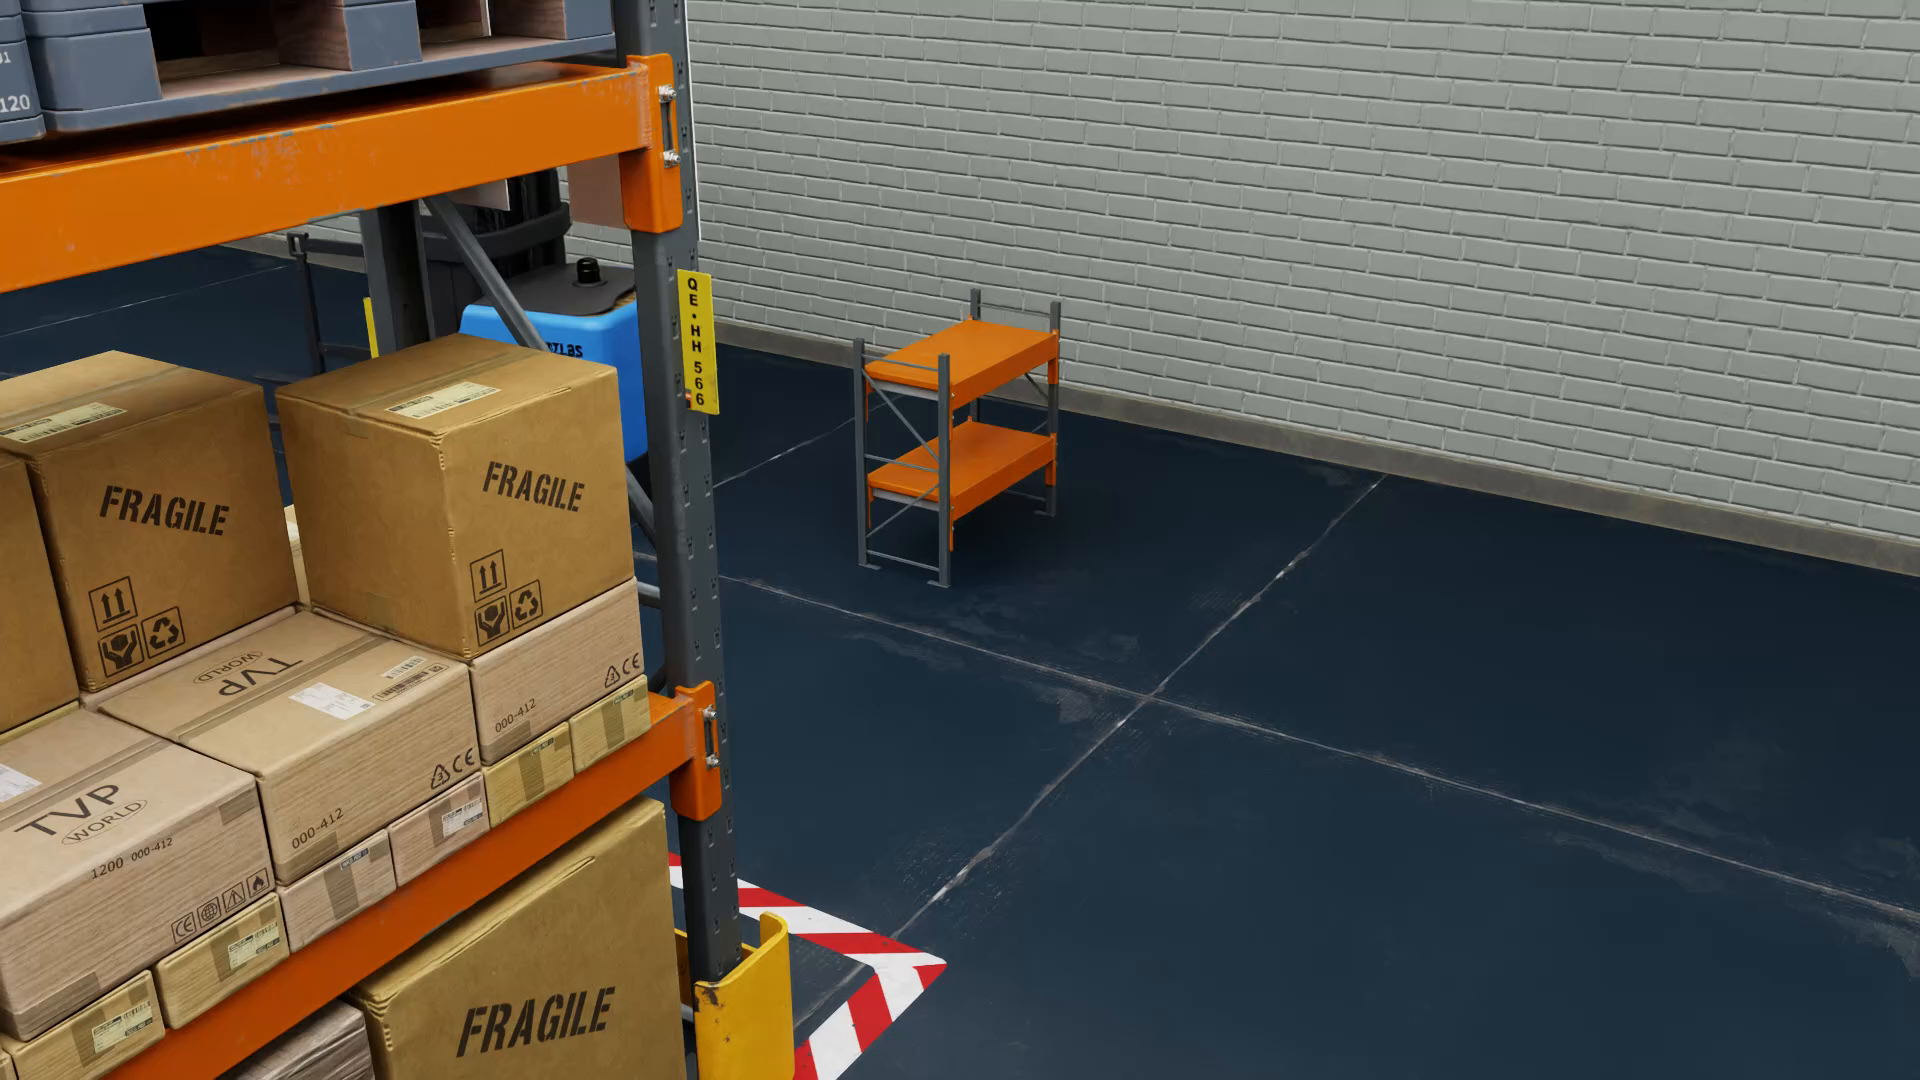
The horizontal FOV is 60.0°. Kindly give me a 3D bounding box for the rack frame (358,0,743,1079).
[{"bbox_3d":[-1.045,0.078,4.295,1.000,3.000,0.127,14,27,29],"label":"rack frame"}]

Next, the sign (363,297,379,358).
[{"bbox_3d":[-1.514,-0.474,4.380,0.100,0.325,0.005,14,27,29],"label":"sign"}]

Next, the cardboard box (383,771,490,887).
[{"bbox_3d":[-1.223,0.555,3.508,0.380,0.149,0.250,14,27,29],"label":"cardboard box"}]

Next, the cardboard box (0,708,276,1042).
[{"bbox_3d":[-1.612,0.572,2.967,0.500,0.250,0.500,13,27,27],"label":"cardboard box"}]

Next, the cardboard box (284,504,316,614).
[{"bbox_3d":[-1.528,0.116,4.022,0.500,0.250,0.500,13,27,28],"label":"cardboard box"}]

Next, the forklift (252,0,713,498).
[{"bbox_3d":[-2.931,-1.800,8.719,3.031,2.935,1.130,9,25,20],"label":"forklift"}]

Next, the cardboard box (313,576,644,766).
[{"bbox_3d":[-1.076,0.229,3.759,0.500,0.250,0.500,13,27,28],"label":"cardboard box"}]

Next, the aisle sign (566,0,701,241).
[{"bbox_3d":[-0.753,-1.077,3.689,0.394,0.787,0.004,14,27,29],"label":"aisle sign"}]

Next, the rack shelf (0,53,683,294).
[{"bbox_3d":[-2.100,-0.294,2.282,1.077,0.370,4.000,14,27,29],"label":"rack shelf"}]

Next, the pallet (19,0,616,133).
[{"bbox_3d":[-1.428,-1.006,3.133,1.003,0.211,1.213,14,27,29],"label":"pallet"}]

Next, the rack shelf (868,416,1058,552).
[{"bbox_3d":[0.004,-0.294,8.129,0.538,0.278,1.000,14,27,29],"label":"rack shelf"}]

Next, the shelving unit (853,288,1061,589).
[{"bbox_3d":[0.004,-0.518,8.032,0.538,1.125,1.048,14,27,29],"label":"shelving unit"}]

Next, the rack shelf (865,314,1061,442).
[{"bbox_3d":[0.004,-0.787,7.916,0.538,0.278,1.000,14,27,29],"label":"rack shelf"}]

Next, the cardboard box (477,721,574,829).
[{"bbox_3d":[-1.089,0.470,3.704,0.380,0.149,0.250,14,27,29],"label":"cardboard box"}]

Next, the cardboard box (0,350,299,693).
[{"bbox_3d":[-1.792,-0.060,3.483,0.500,0.500,0.500,13,27,28],"label":"cardboard box"}]

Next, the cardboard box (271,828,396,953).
[{"bbox_3d":[-1.356,0.639,3.314,0.380,0.149,0.250,14,27,30],"label":"cardboard box"}]

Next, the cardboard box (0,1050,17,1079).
[{"bbox_3d":[-1.760,0.898,2.716,0.380,0.149,0.250,14,27,30],"label":"cardboard box"}]

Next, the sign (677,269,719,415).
[{"bbox_3d":[-0.592,-0.444,3.744,0.100,0.325,0.005,14,27,29],"label":"sign"}]

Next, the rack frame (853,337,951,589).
[{"bbox_3d":[-0.265,-0.347,7.635,0.500,1.125,0.032,14,27,29],"label":"rack frame"}]

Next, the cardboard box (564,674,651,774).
[{"bbox_3d":[-0.953,0.382,3.908,0.380,0.149,0.250,14,27,30],"label":"cardboard box"}]

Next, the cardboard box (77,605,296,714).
[{"bbox_3d":[-1.797,0.292,3.613,0.500,0.250,0.500,13,27,28],"label":"cardboard box"}]

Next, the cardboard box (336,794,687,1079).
[{"bbox_3d":[-1.315,1.093,4.096,0.875,0.875,0.875,14,27,29],"label":"cardboard box"}]

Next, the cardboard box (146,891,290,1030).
[{"bbox_3d":[-1.491,0.727,3.111,0.380,0.149,0.250,13,27,28],"label":"cardboard box"}]

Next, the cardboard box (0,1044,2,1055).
[{"bbox_3d":[-1.883,0.749,2.559,0.500,0.250,0.500,14,27,29],"label":"cardboard box"}]

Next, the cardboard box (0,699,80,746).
[{"bbox_3d":[-2.065,0.461,3.223,0.500,0.250,0.500,13,27,27],"label":"cardboard box"}]

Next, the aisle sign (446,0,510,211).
[{"bbox_3d":[-1.262,-1.202,3.980,0.394,0.787,0.004,14,27,29],"label":"aisle sign"}]

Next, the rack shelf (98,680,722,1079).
[{"bbox_3d":[-2.100,1.083,2.878,1.077,0.370,4.000,14,27,29],"label":"rack shelf"}]

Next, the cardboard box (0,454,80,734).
[{"bbox_3d":[-2.060,0.116,3.076,0.500,0.500,0.500,13,27,28],"label":"cardboard box"}]

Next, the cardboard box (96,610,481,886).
[{"bbox_3d":[-1.344,0.400,3.364,0.500,0.250,0.500,13,27,28],"label":"cardboard box"}]

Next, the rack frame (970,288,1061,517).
[{"bbox_3d":[0.272,-0.690,8.428,0.500,1.125,0.032,14,27,29],"label":"rack frame"}]

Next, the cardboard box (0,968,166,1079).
[{"bbox_3d":[-1.627,0.815,2.908,0.380,0.149,0.250,14,27,29],"label":"cardboard box"}]

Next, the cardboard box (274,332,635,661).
[{"bbox_3d":[-1.079,-0.115,3.609,0.500,0.500,0.500,14,27,30],"label":"cardboard box"}]

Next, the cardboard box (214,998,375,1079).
[{"bbox_3d":[-1.795,1.400,3.386,0.875,0.875,0.875,14,27,29],"label":"cardboard box"}]

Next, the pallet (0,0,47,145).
[{"bbox_3d":[-2.071,-0.592,2.178,1.003,0.211,1.213,14,27,29],"label":"pallet"}]

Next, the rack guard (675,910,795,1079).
[{"bbox_3d":[-1.033,1.217,4.810,1.175,0.500,0.348,14,27,29],"label":"rack guard"}]
